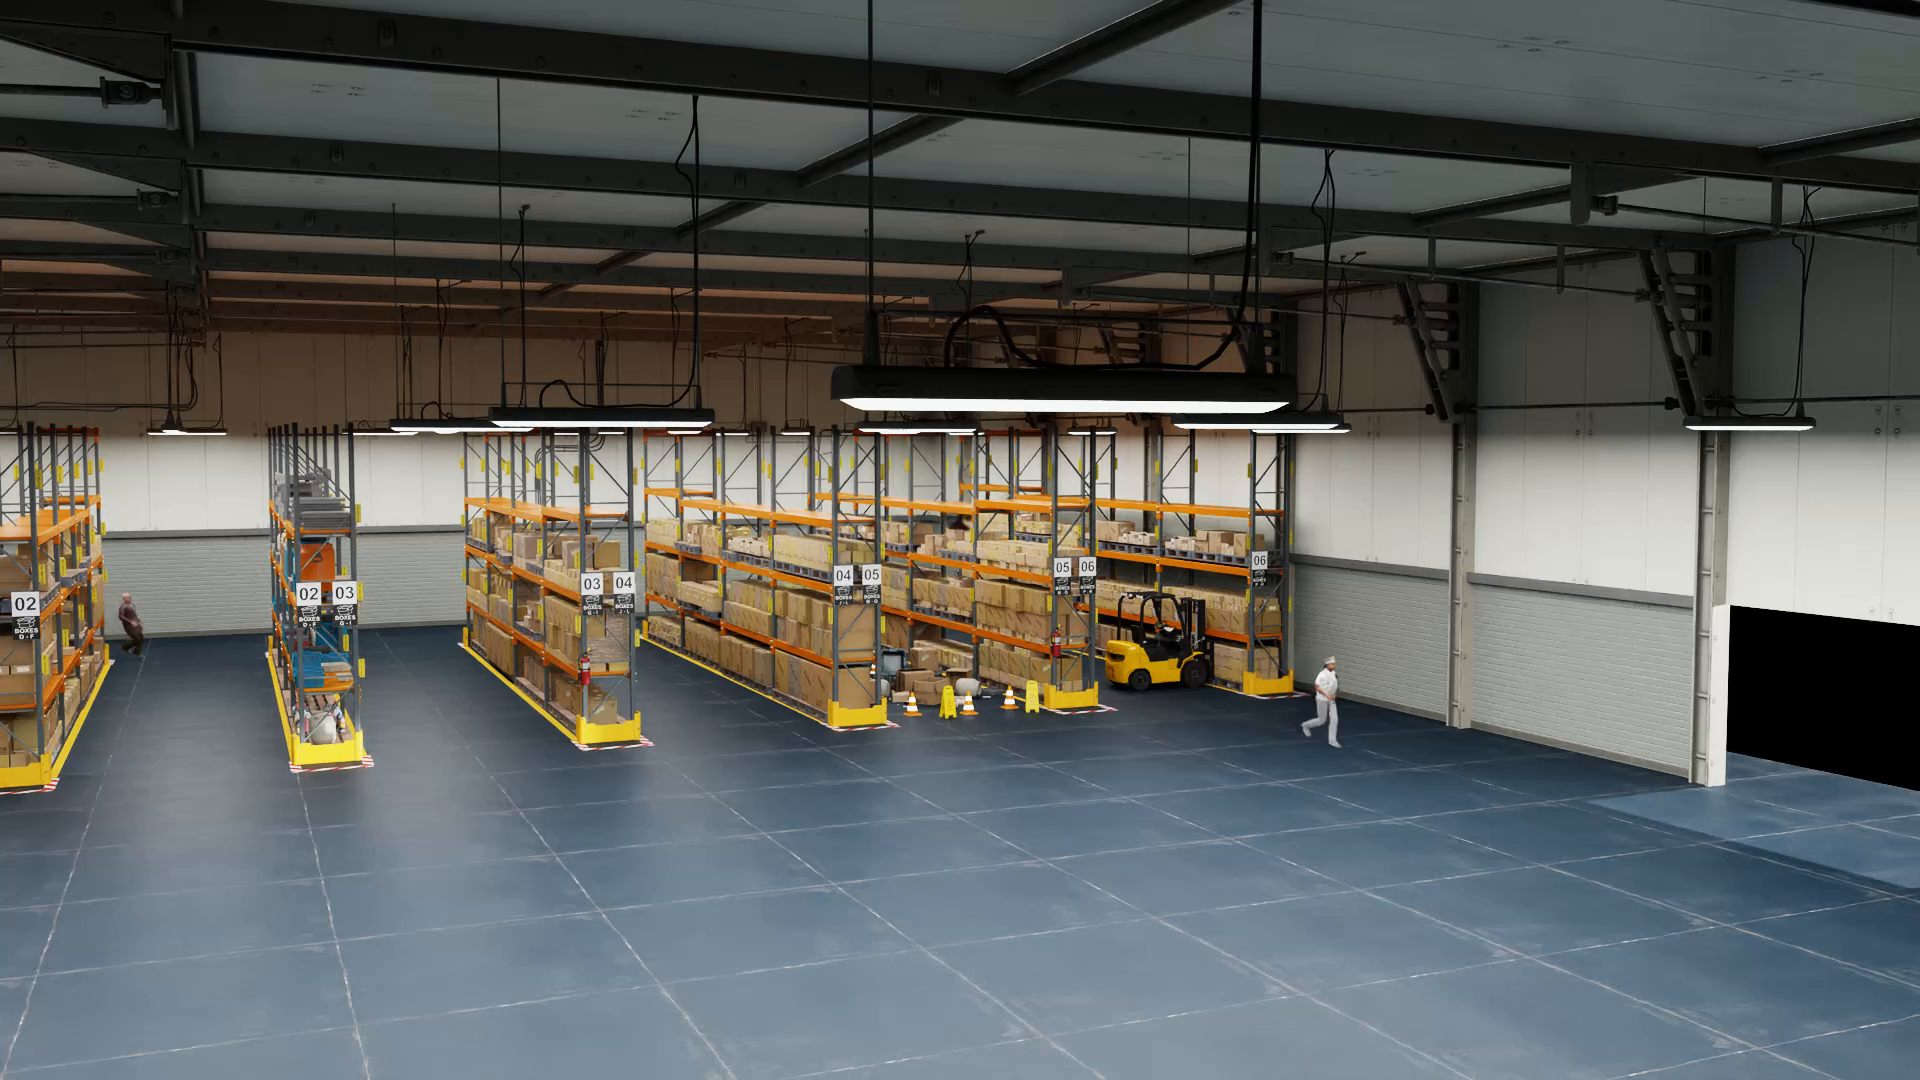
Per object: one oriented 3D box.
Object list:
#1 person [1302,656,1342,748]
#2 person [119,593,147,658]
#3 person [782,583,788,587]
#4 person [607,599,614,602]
[{"bbox_3d":[6.810,2.999,31.090,0.876,1.687,0.599,3,5,45],"label":"person"},{"bbox_3d":[-21.581,2.241,43.215,0.668,1.720,0.743,0,3,0],"label":"person"},{"bbox_3d":[-4.740,2.064,45.631,0.725,1.756,0.986,-3,4,-37],"label":"person"},{"bbox_3d":[-10.088,1.977,46.959,0.778,1.746,0.946,0,4,6],"label":"person"}]
